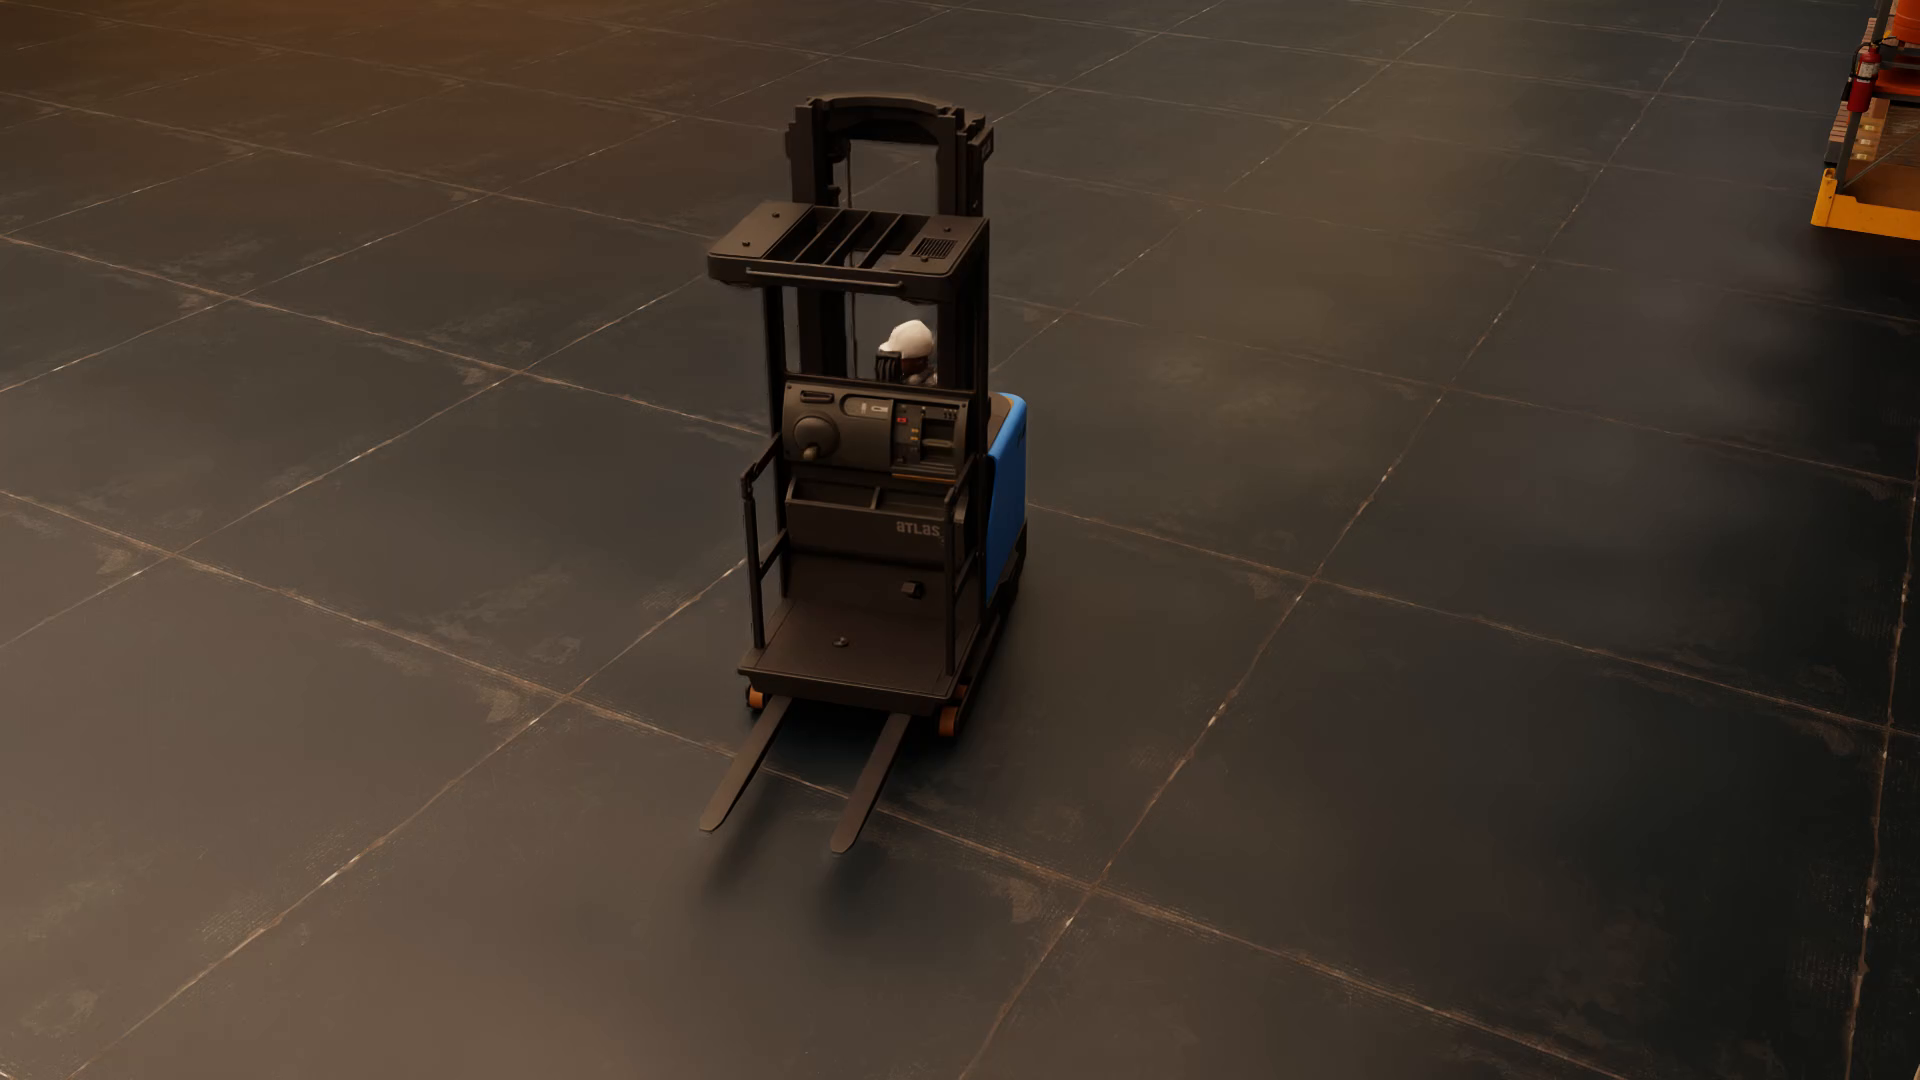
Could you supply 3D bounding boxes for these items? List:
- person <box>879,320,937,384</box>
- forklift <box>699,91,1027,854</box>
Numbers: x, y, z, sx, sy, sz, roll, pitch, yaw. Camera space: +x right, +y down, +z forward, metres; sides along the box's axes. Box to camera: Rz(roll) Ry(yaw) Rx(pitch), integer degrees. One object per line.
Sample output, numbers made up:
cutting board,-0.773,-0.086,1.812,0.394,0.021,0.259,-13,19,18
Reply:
person,-0.352,-0.360,8.934,0.655,1.701,0.786,-17,34,-27
forklift,-0.464,-0.493,7.925,1.130,2.935,3.031,7,31,12
